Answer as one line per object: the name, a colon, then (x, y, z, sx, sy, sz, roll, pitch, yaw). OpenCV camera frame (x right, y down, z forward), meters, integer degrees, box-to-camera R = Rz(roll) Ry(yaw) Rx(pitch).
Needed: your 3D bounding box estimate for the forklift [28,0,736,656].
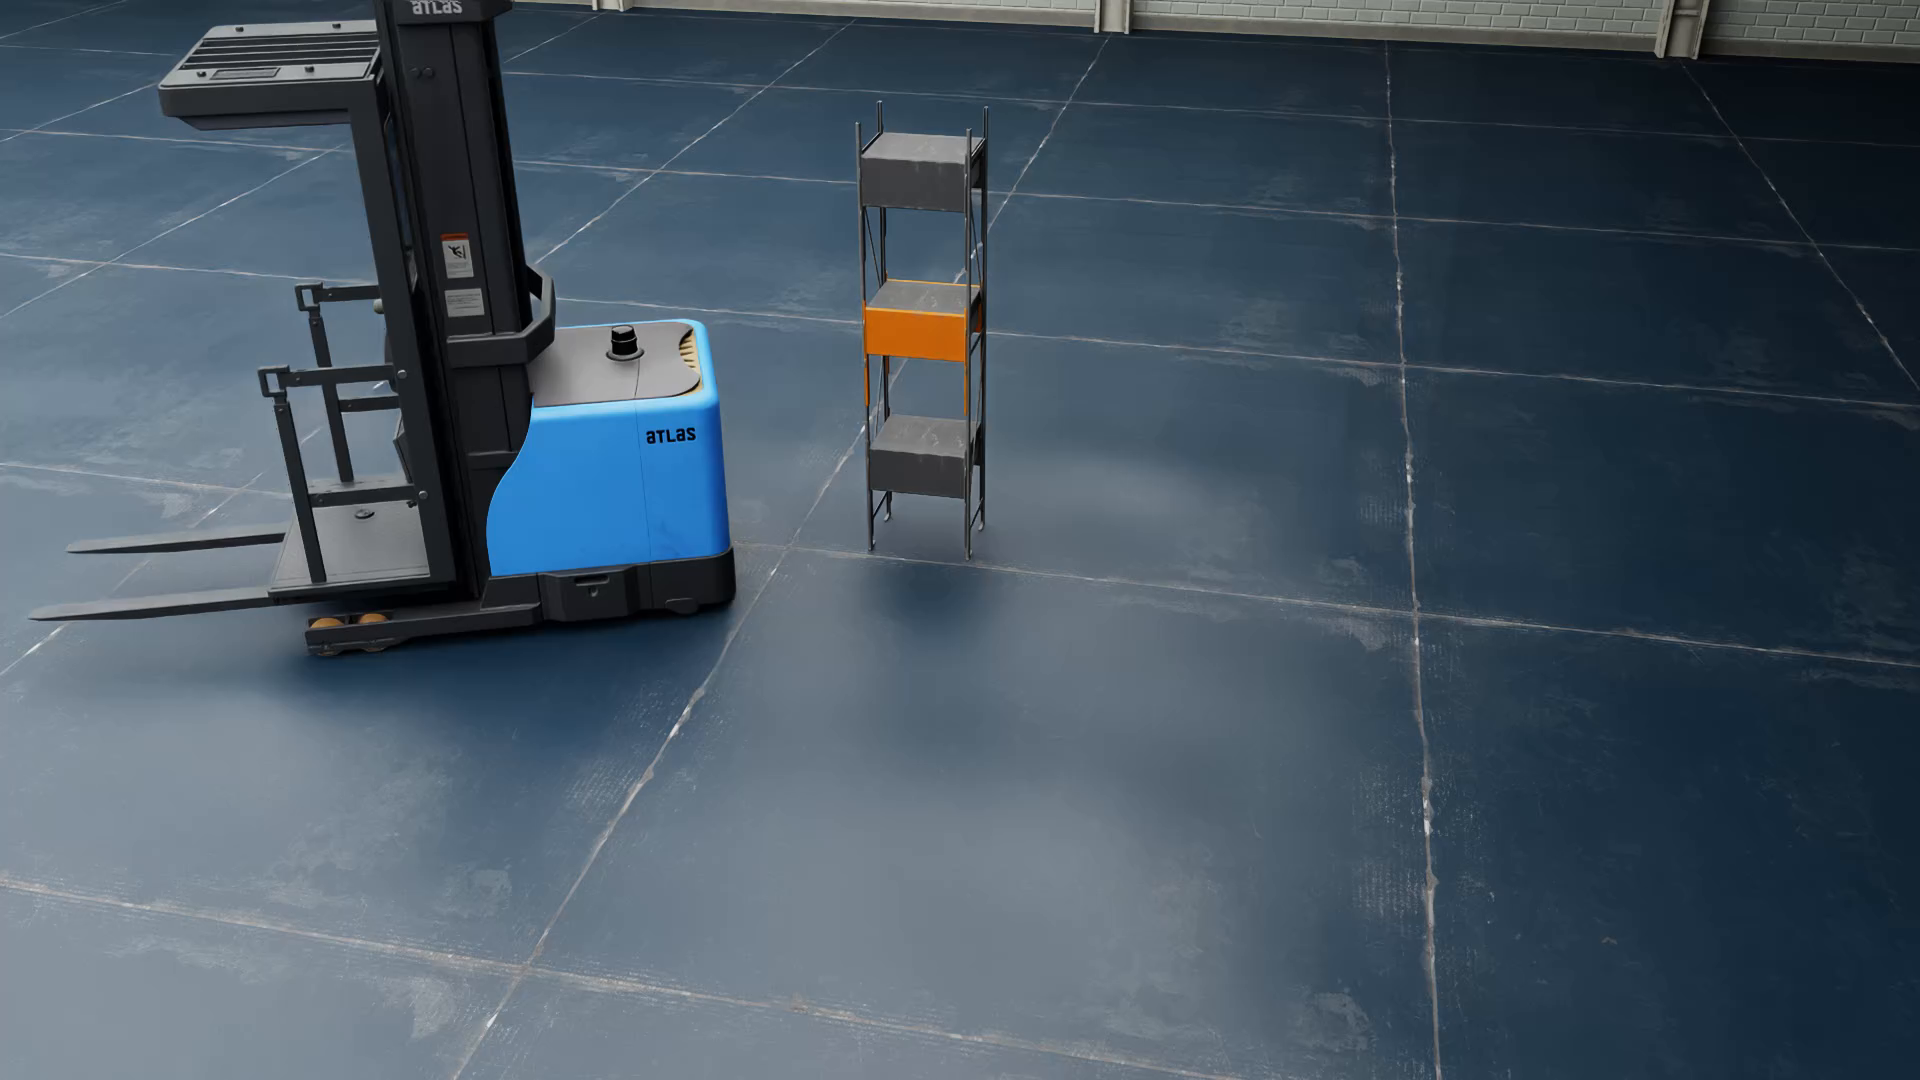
forklift: (-2.601, -1.050, 7.116, 3.031, 2.935, 1.130, -5, 29, -10)

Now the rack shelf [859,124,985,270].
rack shelf: (-0.162, -1.540, 7.447, 0.480, 0.518, 0.431, 6, 29, 11)

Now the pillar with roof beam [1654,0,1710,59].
pillar with roof beam: (6.698, -7.072, 11.798, 0.400, 9.000, 9.100, 6, 29, 11)

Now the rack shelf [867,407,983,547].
rack shelf: (-0.162, -0.312, 8.119, 0.480, 0.518, 0.431, 6, 29, 11)

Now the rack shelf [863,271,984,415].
rack shelf: (-0.162, -0.926, 7.783, 0.480, 0.518, 0.431, 6, 29, 11)

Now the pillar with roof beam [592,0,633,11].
pillar with roof beam: (-5.038, -8.276, 13.996, 0.400, 9.000, 9.100, 6, 29, 11)

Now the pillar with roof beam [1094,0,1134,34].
pillar with roof beam: (0.830, -7.674, 12.897, 0.400, 9.000, 9.100, 6, 29, 11)

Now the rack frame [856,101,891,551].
rack frame: (-0.401, -0.962, 7.821, 0.015, 2.100, 0.400, 6, 29, 11)

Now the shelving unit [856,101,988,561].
shelving unit: (-0.162, -0.938, 7.776, 0.503, 2.100, 0.431, 6, 29, 11)

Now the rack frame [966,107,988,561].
rack frame: (0.077, -0.913, 7.731, 0.015, 2.100, 0.400, 6, 29, 11)
